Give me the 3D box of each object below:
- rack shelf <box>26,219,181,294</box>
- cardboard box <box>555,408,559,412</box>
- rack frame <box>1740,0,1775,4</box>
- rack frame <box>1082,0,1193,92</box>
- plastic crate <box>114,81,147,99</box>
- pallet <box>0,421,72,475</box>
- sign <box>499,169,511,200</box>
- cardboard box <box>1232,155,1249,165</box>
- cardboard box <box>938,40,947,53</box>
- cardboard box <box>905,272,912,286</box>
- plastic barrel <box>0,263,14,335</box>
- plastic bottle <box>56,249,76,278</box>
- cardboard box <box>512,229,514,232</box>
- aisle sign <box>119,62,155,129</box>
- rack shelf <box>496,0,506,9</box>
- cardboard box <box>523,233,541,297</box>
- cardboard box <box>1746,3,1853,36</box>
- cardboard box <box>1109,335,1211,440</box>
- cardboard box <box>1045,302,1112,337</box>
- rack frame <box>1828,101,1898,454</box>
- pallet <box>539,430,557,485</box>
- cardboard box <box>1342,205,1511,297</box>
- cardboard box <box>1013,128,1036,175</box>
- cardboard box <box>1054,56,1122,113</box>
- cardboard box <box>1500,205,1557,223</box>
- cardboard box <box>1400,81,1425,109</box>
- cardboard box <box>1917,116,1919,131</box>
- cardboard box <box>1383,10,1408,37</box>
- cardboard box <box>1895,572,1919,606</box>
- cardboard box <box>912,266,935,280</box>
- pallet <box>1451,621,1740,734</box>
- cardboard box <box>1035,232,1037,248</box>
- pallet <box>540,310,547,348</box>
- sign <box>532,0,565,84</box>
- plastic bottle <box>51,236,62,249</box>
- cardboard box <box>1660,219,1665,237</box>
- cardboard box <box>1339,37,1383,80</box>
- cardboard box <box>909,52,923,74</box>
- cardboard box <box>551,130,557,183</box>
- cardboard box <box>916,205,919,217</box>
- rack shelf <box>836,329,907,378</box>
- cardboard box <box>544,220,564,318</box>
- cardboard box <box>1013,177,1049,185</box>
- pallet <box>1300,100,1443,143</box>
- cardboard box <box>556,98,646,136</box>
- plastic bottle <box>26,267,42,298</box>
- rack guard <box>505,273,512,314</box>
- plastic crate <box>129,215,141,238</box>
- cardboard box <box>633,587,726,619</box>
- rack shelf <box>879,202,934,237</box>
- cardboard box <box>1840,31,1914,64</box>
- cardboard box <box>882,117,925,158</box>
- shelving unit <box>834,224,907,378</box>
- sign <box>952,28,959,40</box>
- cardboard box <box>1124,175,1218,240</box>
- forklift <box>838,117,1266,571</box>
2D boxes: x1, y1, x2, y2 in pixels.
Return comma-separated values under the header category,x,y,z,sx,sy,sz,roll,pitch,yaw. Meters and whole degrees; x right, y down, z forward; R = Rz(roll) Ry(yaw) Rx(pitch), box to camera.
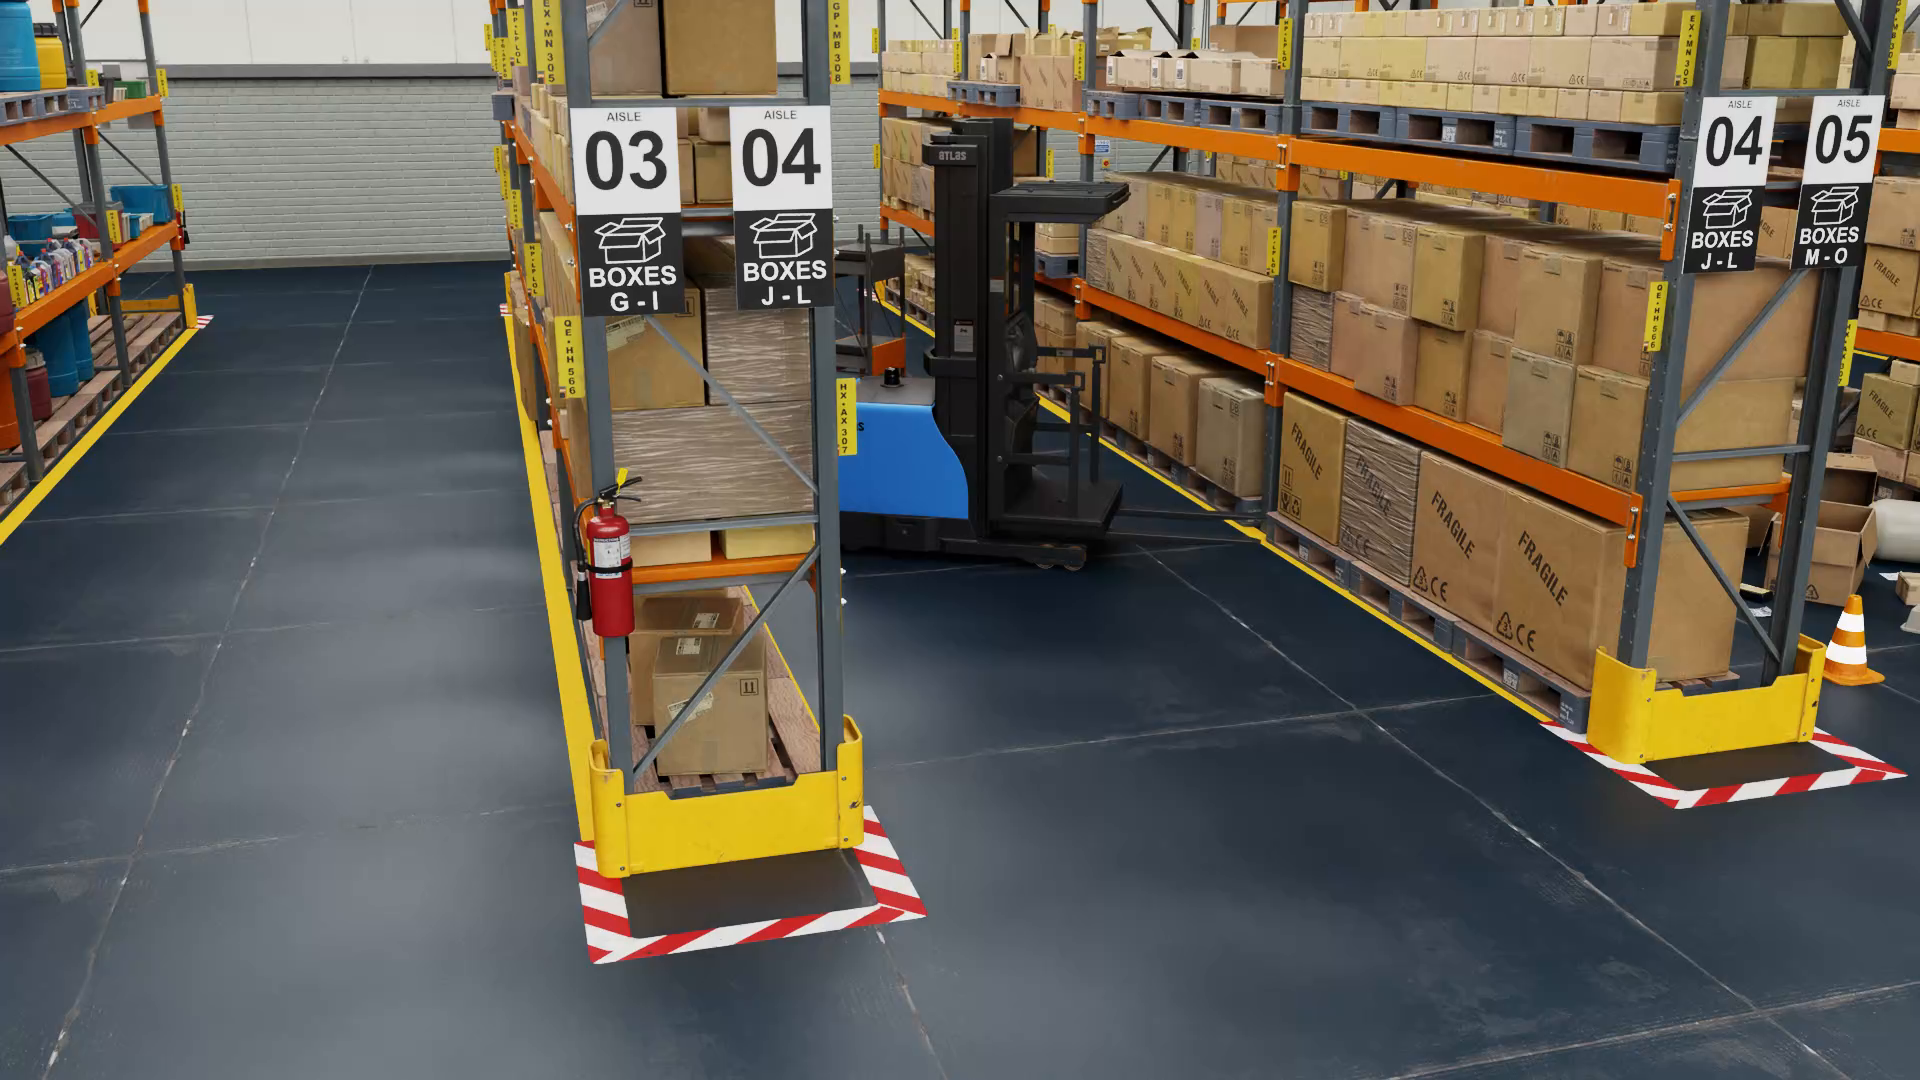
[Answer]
category,x,y,z,sx,sy,sz,roll,pitch,yaw
rack shelf,-9.614,-3.192,18.615,1.077,0.370,4.000,-5,17,-15
cardboard box,-2.277,-0.888,10.132,0.380,0.149,0.250,-5,17,-15
rack frame,9.998,-7.425,21.028,1.000,3.000,0.127,-5,17,-15
rack frame,1.594,-5.506,14.639,1.000,3.000,0.127,-5,17,-15
plastic crate,-9.618,-5.174,19.119,0.450,0.188,0.336,-5,17,-15
pallet,-8.222,-0.756,14.102,1.003,0.211,1.213,-5,17,-15
sign,-4.835,-3.783,17.690,0.100,0.325,0.005,-5,17,-15
cardboard box,4.134,-5.494,23.116,0.500,0.500,0.500,-5,17,-17
cardboard box,-0.044,-5.736,19.317,0.380,0.149,0.250,-5,17,-15
cardboard box,-0.568,-3.438,21.892,0.380,0.149,0.250,-4,17,-14
plastic barrel,-7.546,-1.838,12.619,0.600,0.536,0.708,-5,17,-15
plastic bottle,-8.406,-2.600,15.609,0.152,0.276,0.135,-5,17,-15
cardboard box,-4.676,-3.547,18.289,0.500,0.250,0.500,-5,17,-16
aisle sign,-9.901,-5.378,20.122,0.394,0.787,0.004,-5,17,-15
rack shelf,-3.752,-5.159,15.429,1.077,0.370,4.000,-5,17,-15
cardboard box,-3.576,-2.433,14.664,0.500,0.500,0.500,-4,17,-14
cardboard box,4.007,-2.484,7.941,0.380,0.149,0.250,-5,17,-15
cardboard box,1.919,-1.339,14.377,1.050,0.750,0.750,-4,17,-14
cardboard box,1.154,-2.164,16.254,0.500,0.250,0.500,-5,17,-17
rack frame,7.425,-1.945,13.214,1.000,3.000,0.127,-5,17,-15
pallet,-2.989,-0.717,13.971,1.003,0.211,1.213,-5,17,-15
cardboard box,3.025,-1.867,10.817,0.875,0.550,0.550,-5,17,-15
cardboard box,0.605,-4.552,19.464,0.500,0.500,0.500,-4,17,-14
cardboard box,1.193,-4.255,15.515,0.500,0.500,0.500,-5,17,-15
cardboard box,5.948,-3.333,17.227,0.500,0.250,0.500,-5,17,-15
cardboard box,2.818,-2.612,9.751,0.380,0.149,0.250,-5,17,-15
cardboard box,7.291,-3.079,12.211,0.380,0.149,0.250,-5,17,-15
cardboard box,2.749,-3.064,9.871,0.380,0.149,0.250,-5,17,-15
cardboard box,6.222,0.324,10.616,0.380,0.149,0.250,4,17,13
cardboard box,-0.406,-3.432,21.354,0.380,0.149,0.250,-4,17,-14
pallet,3.498,0.701,9.252,1.003,0.211,1.213,-5,17,-15
cardboard box,0.879,-2.953,16.277,0.380,0.149,0.250,-4,17,-14
pallet,-2.619,-1.632,12.505,1.003,0.211,1.213,-5,17,-15
sign,-1.543,-1.878,6.236,0.100,0.325,0.005,-5,17,-15
plastic bottle,-8.636,-2.720,15.878,0.144,0.351,0.185,-5,17,-15
cardboard box,6.659,-2.872,14.877,0.500,0.500,0.500,-5,18,-17
cardboard box,2.699,-2.985,10.303,0.500,0.250,0.500,-5,17,-16
cardboard box,-0.321,-5.883,20.500,0.500,0.250,0.500,-5,18,-17
cardboard box,-1.654,-1.814,7.823,0.500,0.250,0.500,-4,17,-14
cardboard box,-0.353,-4.182,21.097,0.380,0.149,0.250,-4,17,-13
rack shelf,-0.713,-1.297,12.667,0.431,0.518,0.480,9,19,27
cardboard box,-2.085,-1.548,9.464,0.500,0.500,0.500,-5,17,-15
cardboard box,0.793,-4.009,18.757,0.380,0.149,0.250,-4,17,-13
pallet,2.908,-2.693,10.644,1.003,0.211,1.213,-5,17,-15
cardboard box,-1.520,-1.812,7.123,0.380,0.149,0.250,-5,18,-18
plastic bottle,-8.006,-2.223,14.363,0.097,0.271,0.097,0,17,0
rack guard,-5.408,-3.291,22.038,1.175,0.500,0.348,-5,17,-15
plastic crate,-9.352,-3.490,18.545,0.416,0.233,0.300,-5,17,-15
cardboard box,-1.511,0.429,8.924,0.500,0.500,0.500,-3,17,-10
rack shelf,-0.055,-3.948,21.131,1.077,0.370,4.000,-5,17,-15
cardboard box,7.143,-3.901,13.172,0.500,0.250,0.500,-4,17,-14
cardboard box,-0.736,-5.369,22.184,0.500,0.500,0.500,-5,17,-16
shelving unit,-0.713,-1.310,12.663,0.431,2.100,0.503,9,19,27
sign,-0.065,-6.744,22.437,0.100,0.325,0.005,-5,17,-15
cardboard box,1.848,-2.895,14.462,0.700,0.500,0.500,-5,17,-16
forklift,0.609,-1.364,11.399,3.031,2.935,1.130,4,17,12
